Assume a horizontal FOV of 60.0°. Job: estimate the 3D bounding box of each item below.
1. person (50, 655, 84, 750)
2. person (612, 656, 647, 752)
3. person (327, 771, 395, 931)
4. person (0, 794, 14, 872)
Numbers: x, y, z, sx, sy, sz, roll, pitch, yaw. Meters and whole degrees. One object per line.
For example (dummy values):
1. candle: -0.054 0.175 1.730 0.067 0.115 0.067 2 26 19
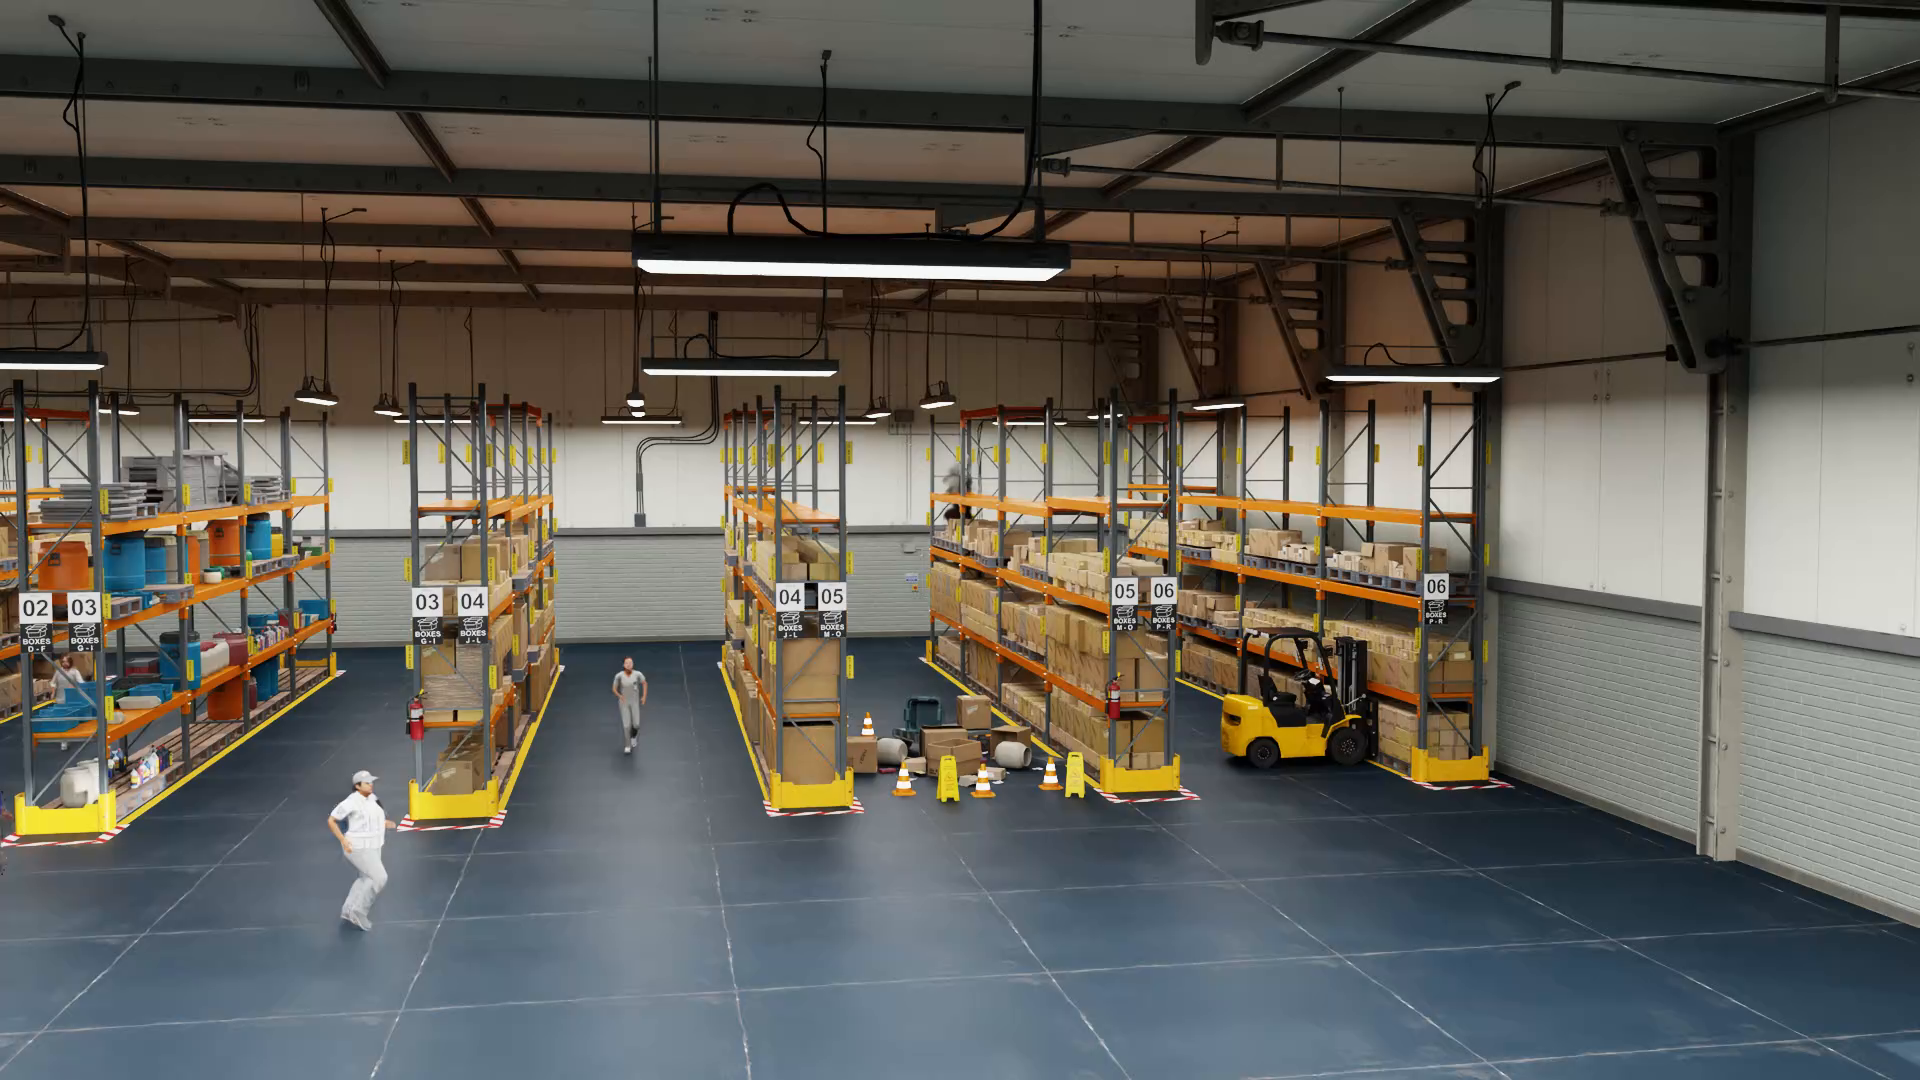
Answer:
1. person: -15.297 2.762 28.490 0.546 1.570 0.841 -1 3 -20
2. person: -5.555 2.814 28.022 0.596 1.536 0.577 -1 3 -18
3. person: -6.296 3.283 17.616 0.681 1.678 0.577 1 3 10
4. person: -10.720 3.252 18.338 0.599 1.616 0.557 0 3 7
